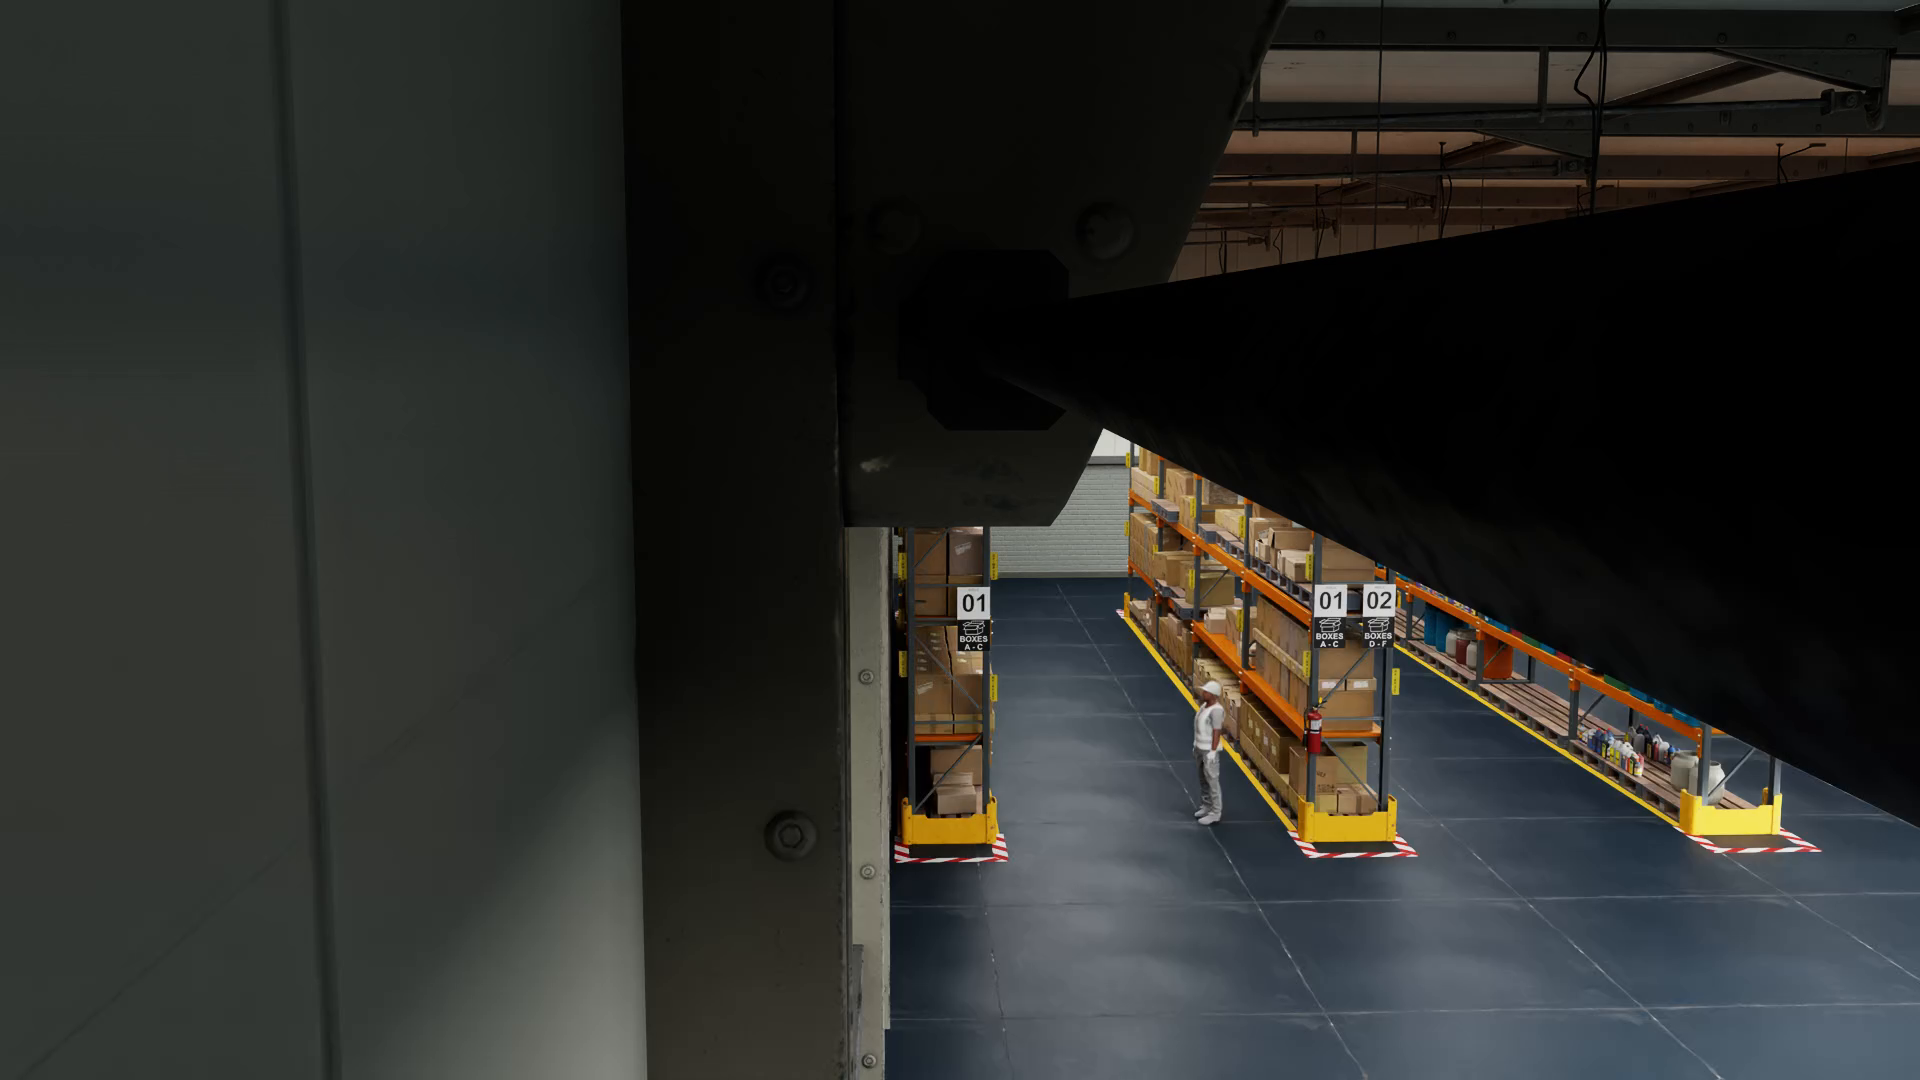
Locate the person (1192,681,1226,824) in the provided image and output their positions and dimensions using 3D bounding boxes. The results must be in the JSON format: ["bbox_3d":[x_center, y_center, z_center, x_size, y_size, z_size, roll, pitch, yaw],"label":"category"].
[{"bbox_3d":[3.184,2.705,21.437,0.445,1.785,0.600,-2,8,-18],"label":"person"}]
